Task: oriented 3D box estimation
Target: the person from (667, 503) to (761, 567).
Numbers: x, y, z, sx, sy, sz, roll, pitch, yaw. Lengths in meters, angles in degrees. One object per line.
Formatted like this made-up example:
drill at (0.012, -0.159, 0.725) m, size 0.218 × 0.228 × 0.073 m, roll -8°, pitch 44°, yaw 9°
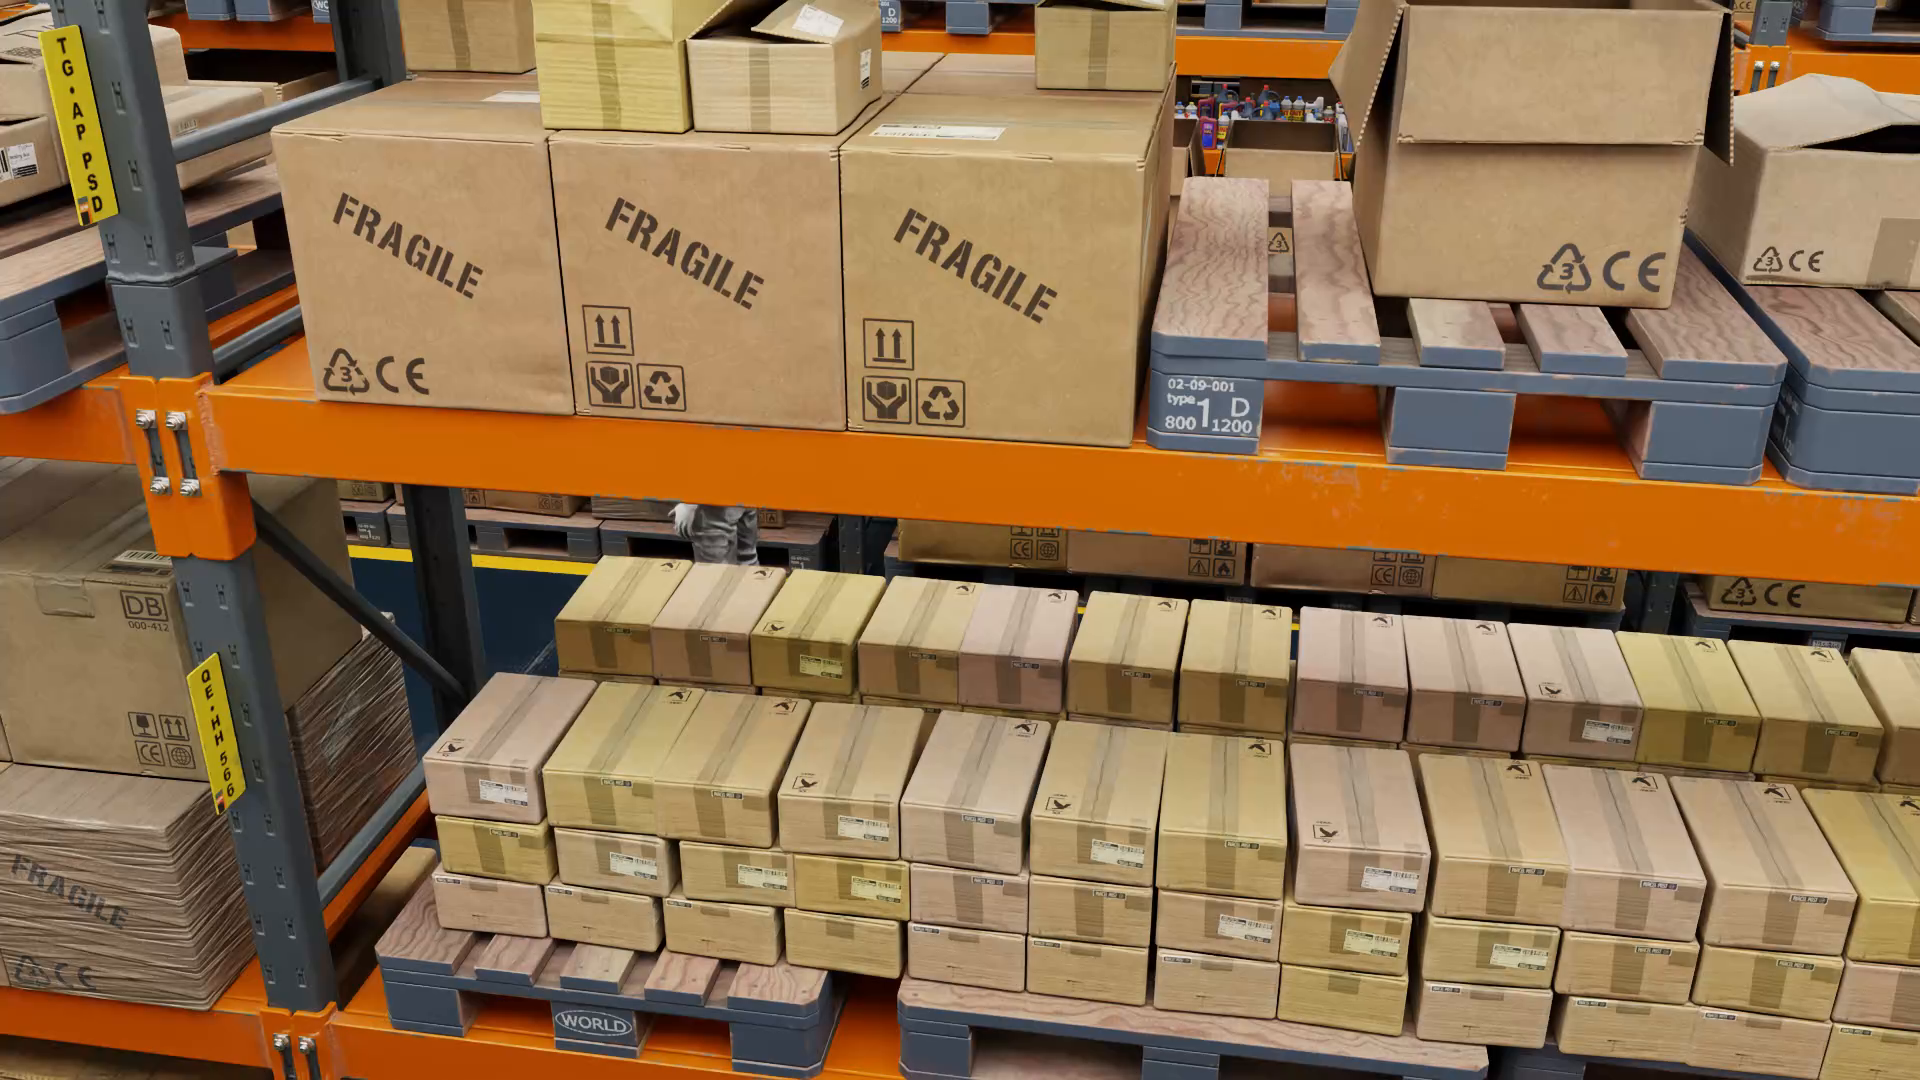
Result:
person at (-1.085, -0.210, 7.537) m, size 0.369 × 1.783 × 0.550 m, roll 9°, pitch 26°, yaw 19°
